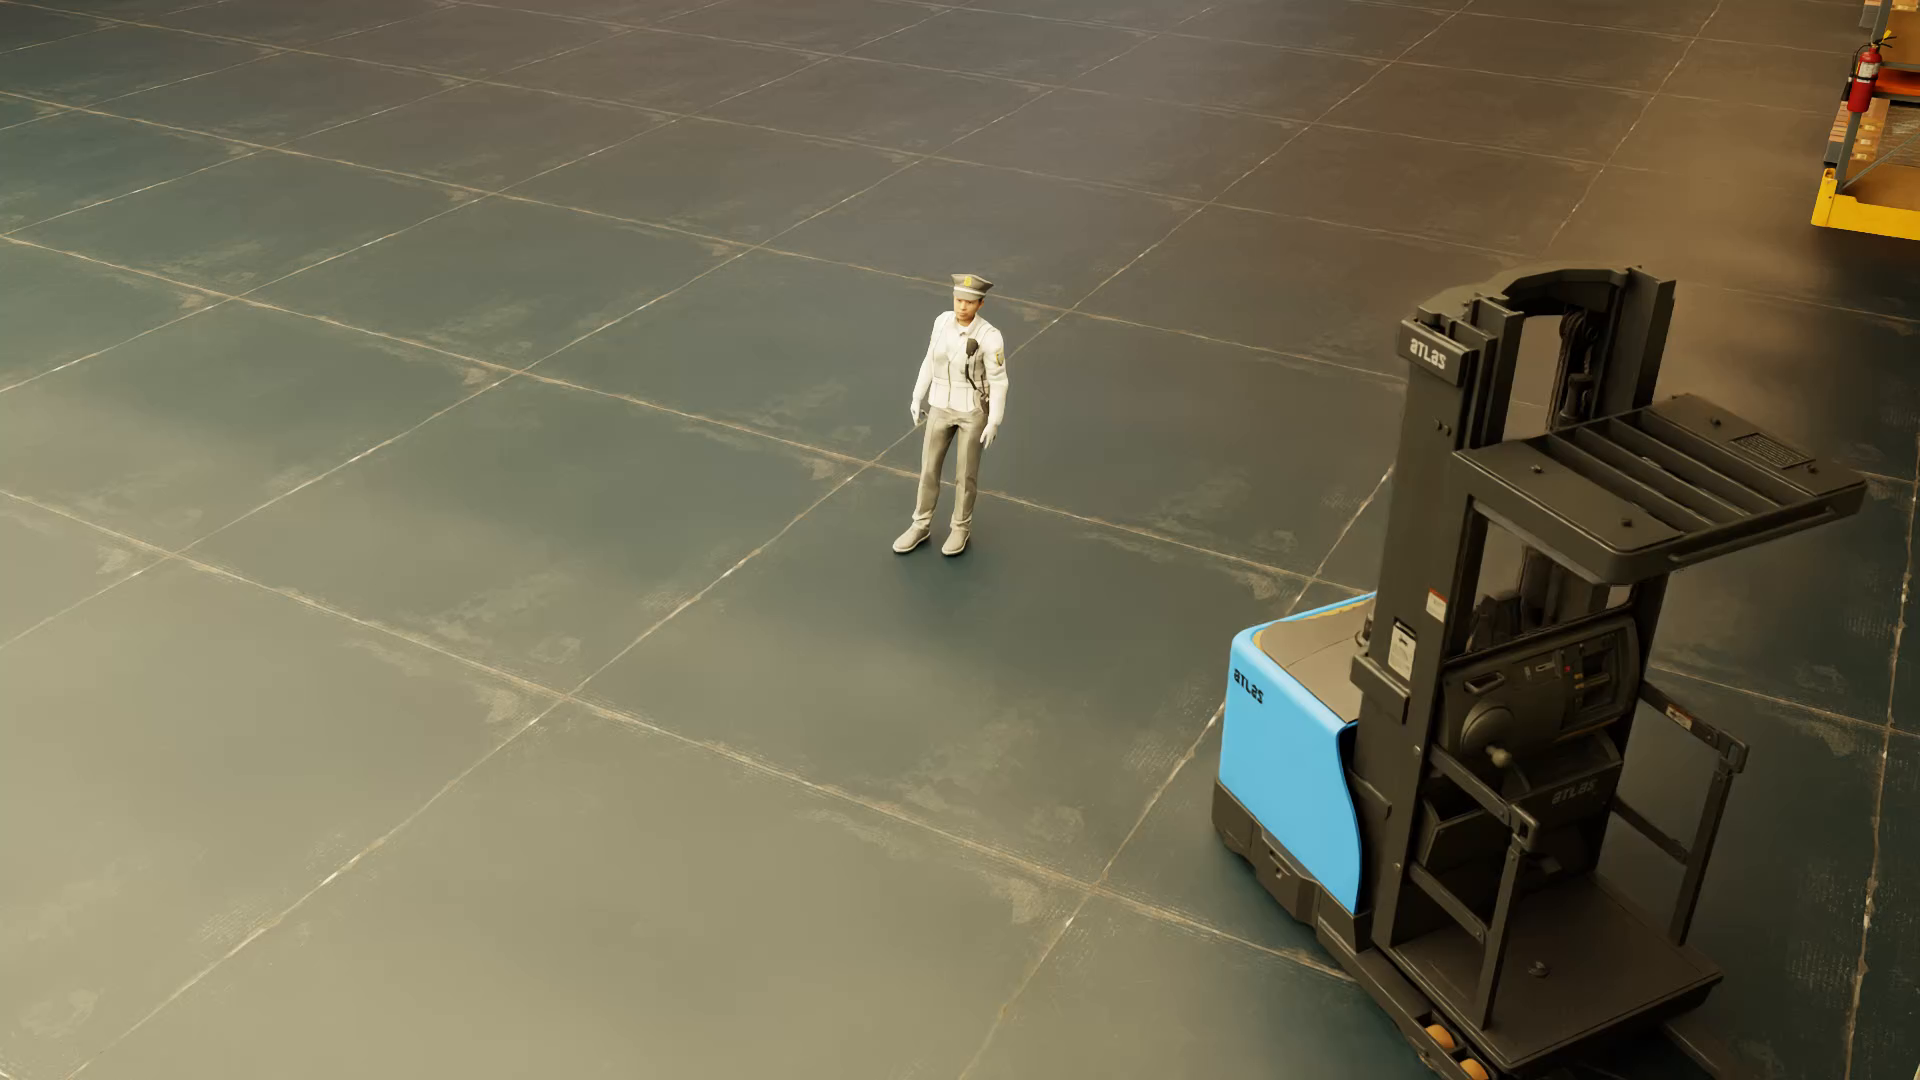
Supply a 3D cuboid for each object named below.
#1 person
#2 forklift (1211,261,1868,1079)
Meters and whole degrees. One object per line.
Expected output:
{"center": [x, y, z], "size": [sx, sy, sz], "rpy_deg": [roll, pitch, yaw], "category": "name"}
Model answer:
{"center": [-0.040, -0.712, 9.527], "size": [0.586, 1.694, 0.530], "rpy_deg": [15, 33, 25], "category": "person"}
{"center": [2.254, 0.614, 6.007], "size": [1.130, 2.935, 3.031], "rpy_deg": [-14, 33, -22], "category": "forklift"}
